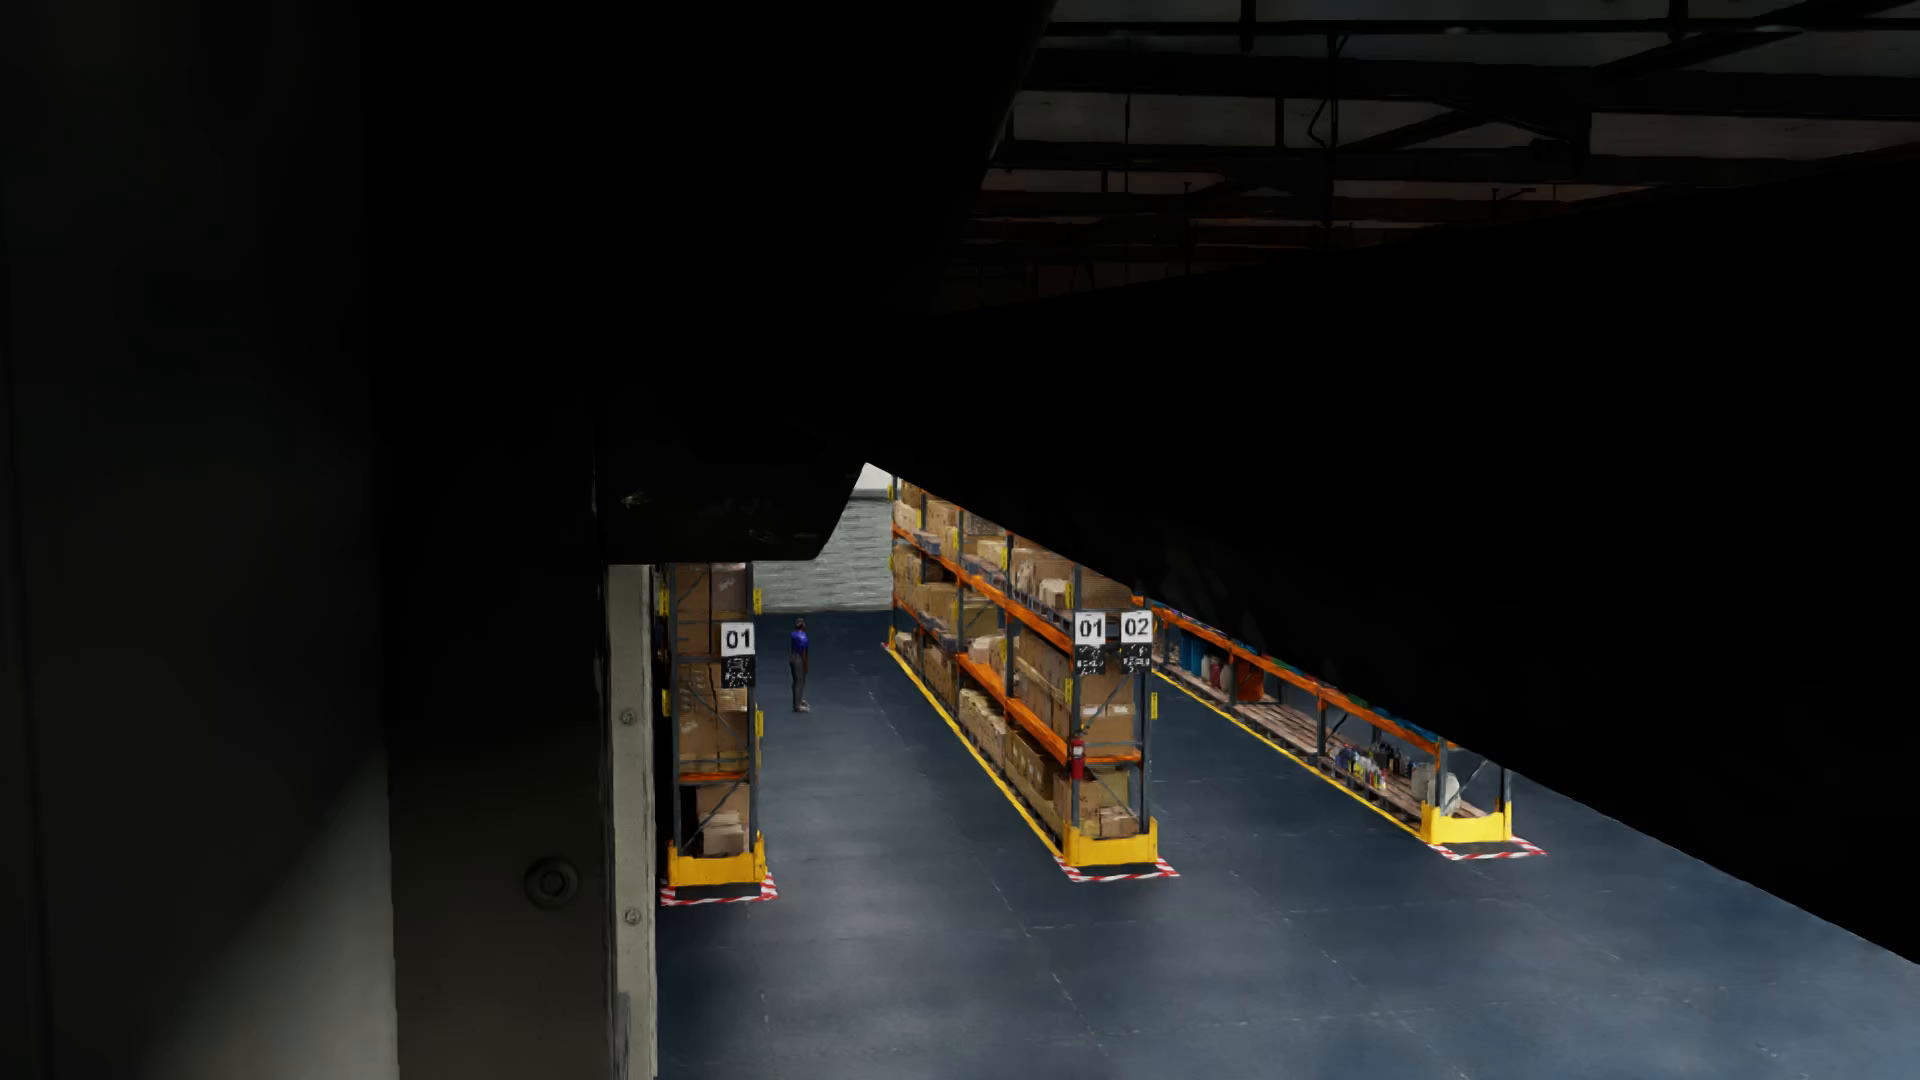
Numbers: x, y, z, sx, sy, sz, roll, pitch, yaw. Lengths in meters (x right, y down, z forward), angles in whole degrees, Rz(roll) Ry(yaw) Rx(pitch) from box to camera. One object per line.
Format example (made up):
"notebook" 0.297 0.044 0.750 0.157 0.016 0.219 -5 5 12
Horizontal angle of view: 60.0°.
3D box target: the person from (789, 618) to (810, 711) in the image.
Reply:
"person" -2.880 2.232 30.182 0.441 1.666 0.553 -4 7 -32
